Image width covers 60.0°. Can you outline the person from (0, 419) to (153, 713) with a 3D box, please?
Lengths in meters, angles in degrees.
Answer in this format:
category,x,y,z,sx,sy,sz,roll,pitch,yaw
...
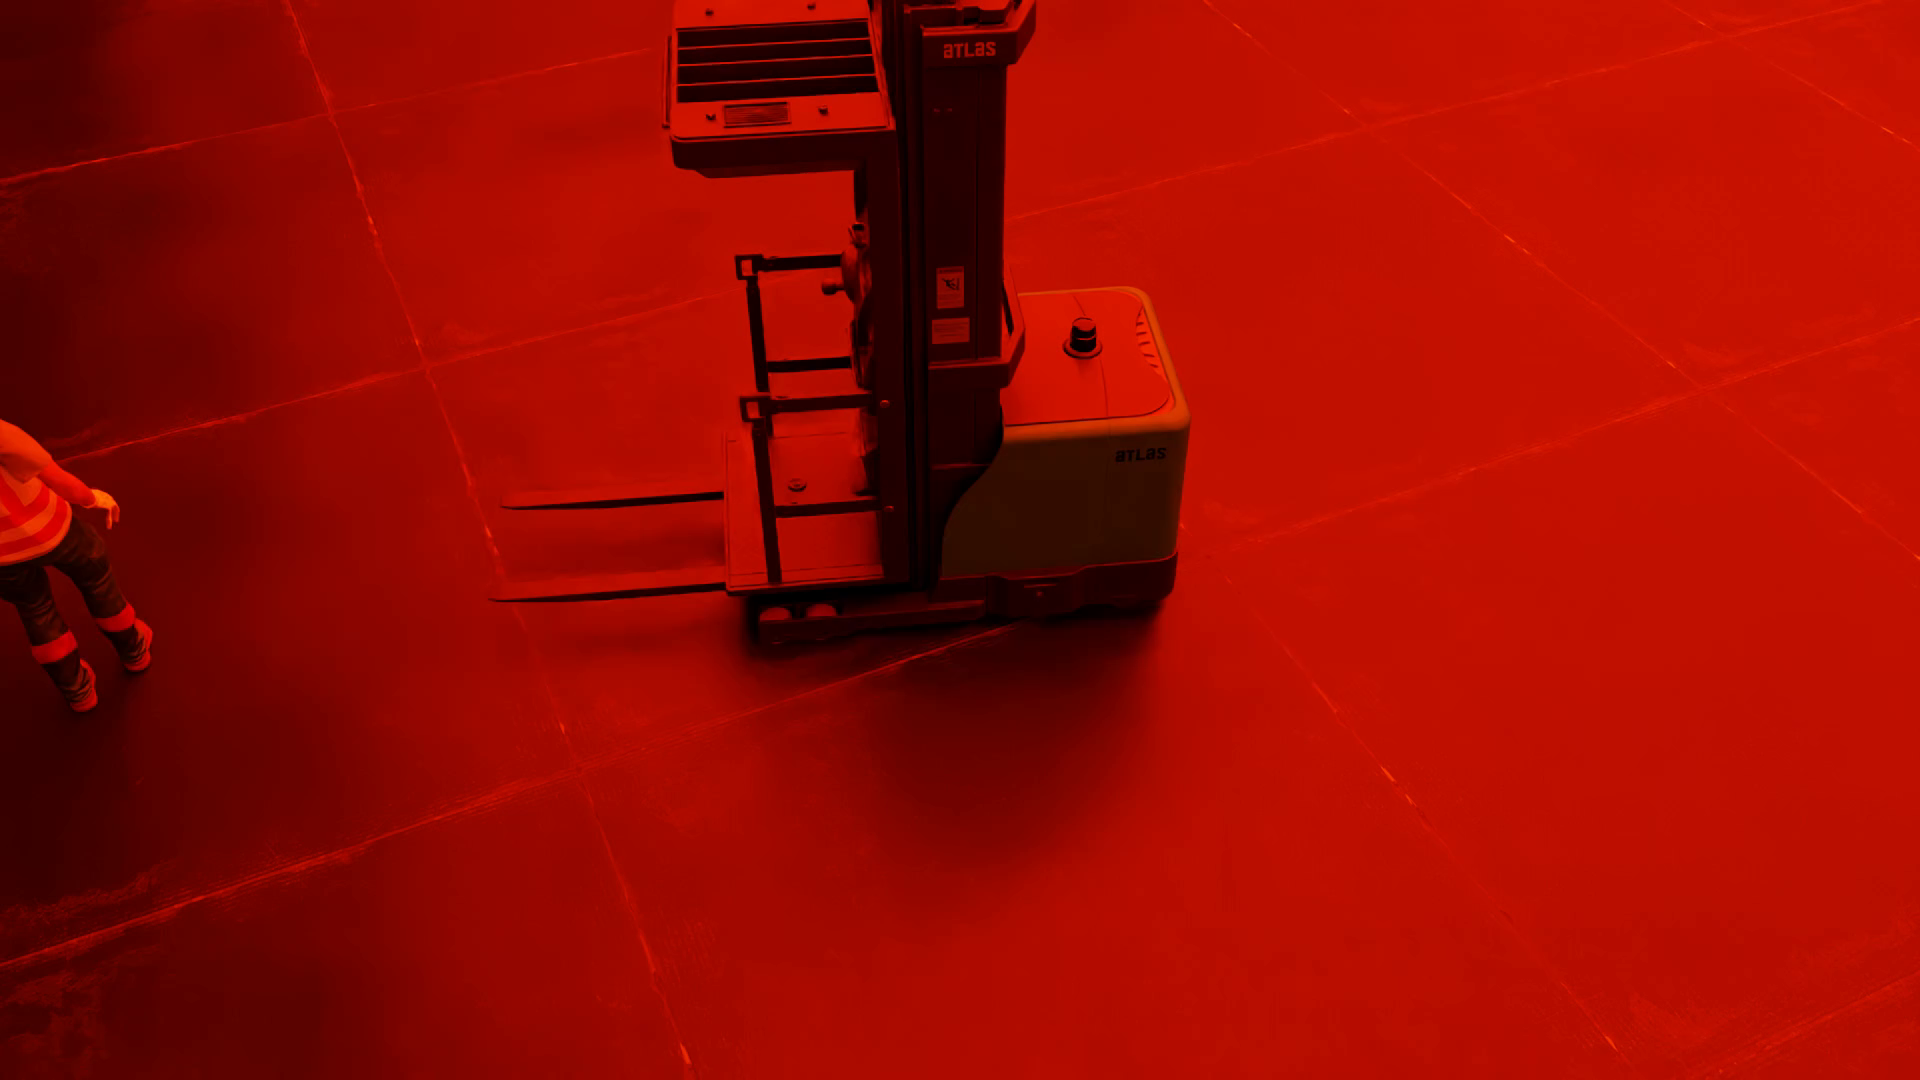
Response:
category,x,y,z,sx,sy,sz,roll,pitch,yaw
person,-3.740,-0.070,6.611,0.763,1.765,0.503,-11,44,-11

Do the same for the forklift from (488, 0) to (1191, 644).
category,x,y,z,sx,sy,sz,roll,pitch,yaw
forklift,-0.587,-0.997,6.748,3.031,2.935,1.130,-5,43,-5
